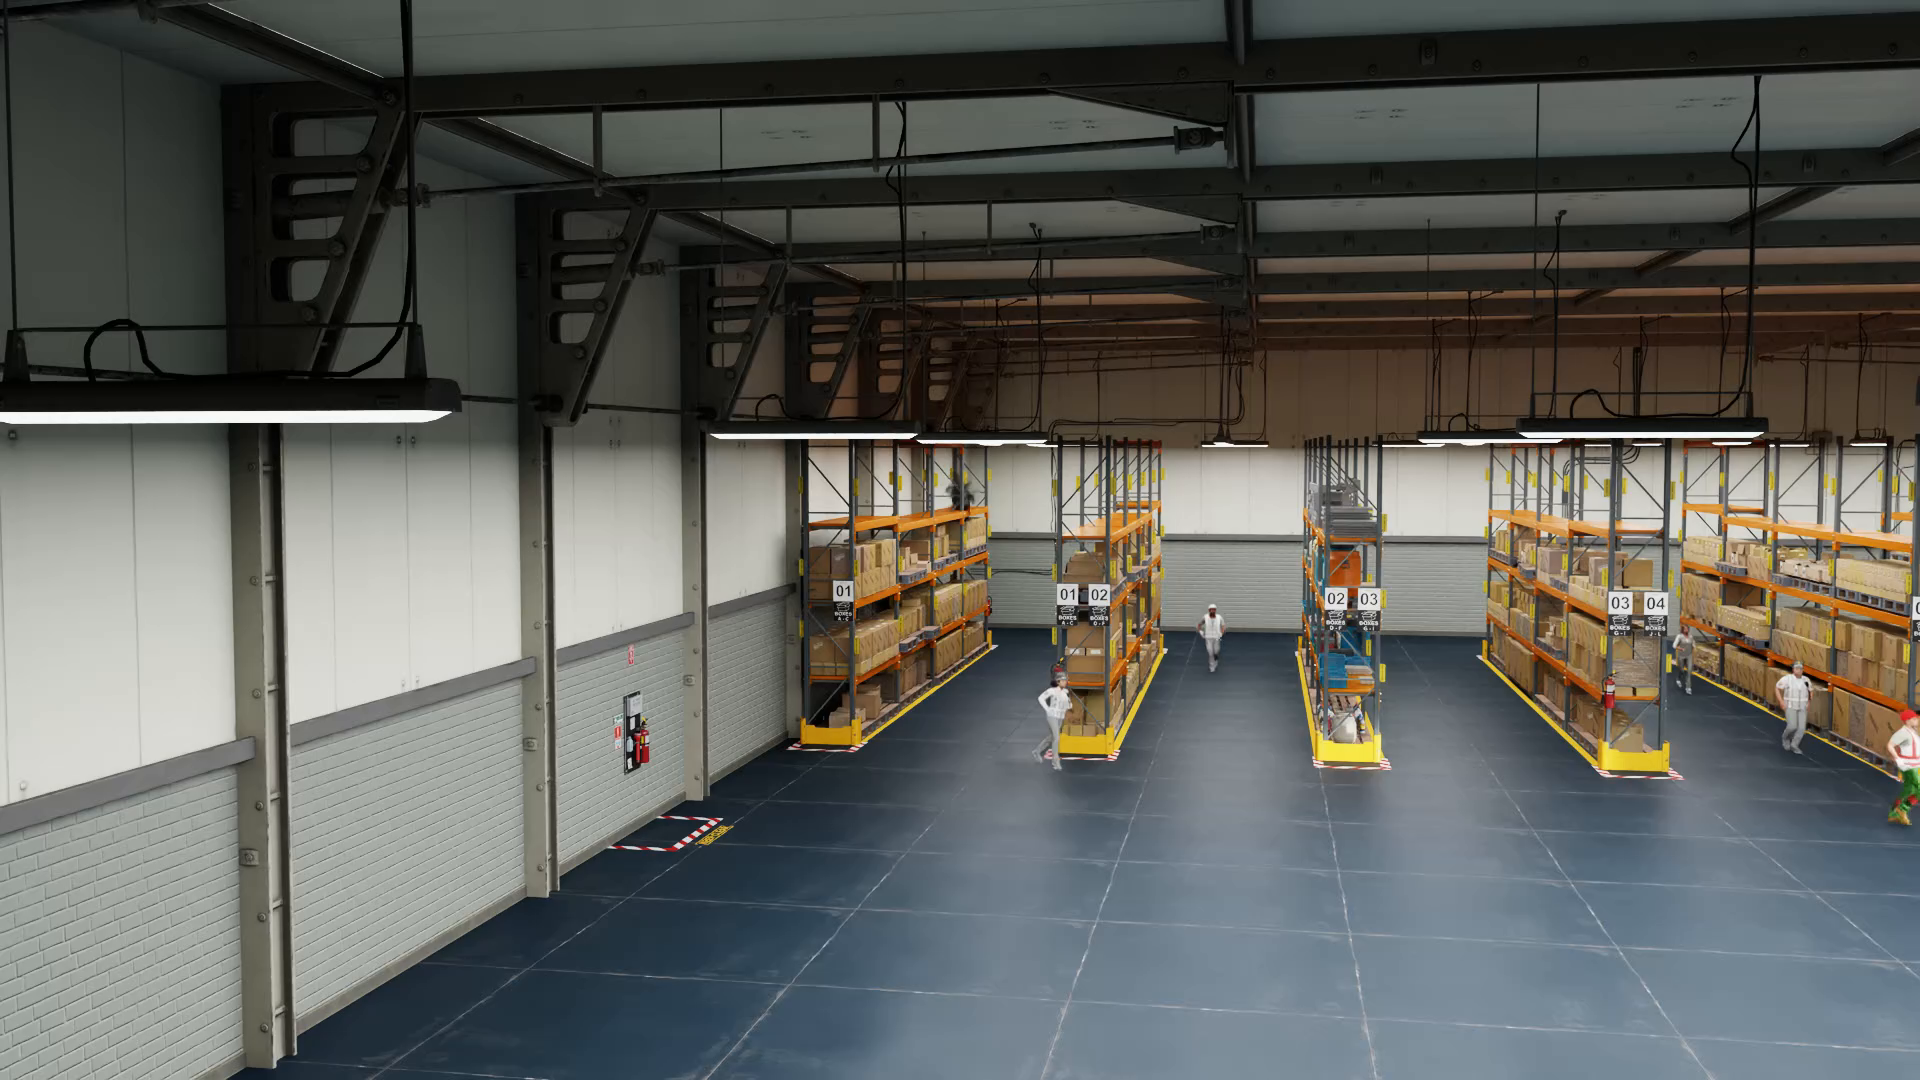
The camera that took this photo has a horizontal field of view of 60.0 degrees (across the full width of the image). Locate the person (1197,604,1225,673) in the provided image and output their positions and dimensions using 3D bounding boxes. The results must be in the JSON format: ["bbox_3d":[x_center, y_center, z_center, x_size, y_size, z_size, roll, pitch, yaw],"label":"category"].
[{"bbox_3d":[6.496,2.535,42.961,0.713,1.747,0.743,0,3,3],"label":"person"}]

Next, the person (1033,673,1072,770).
[{"bbox_3d":[1.735,3.270,30.224,0.619,1.730,0.815,-3,4,-42],"label":"person"}]

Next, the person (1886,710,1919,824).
[{"bbox_3d":[14.475,3.455,25.254,0.645,1.741,0.639,3,4,40],"label":"person"}]

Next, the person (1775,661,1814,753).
[{"bbox_3d":[15.791,3.150,31.427,0.668,1.747,0.526,0,3,8],"label":"person"}]

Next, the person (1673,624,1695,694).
[{"bbox_3d":[17.113,2.788,39.284,0.544,1.588,0.892,1,3,10],"label":"person"}]
